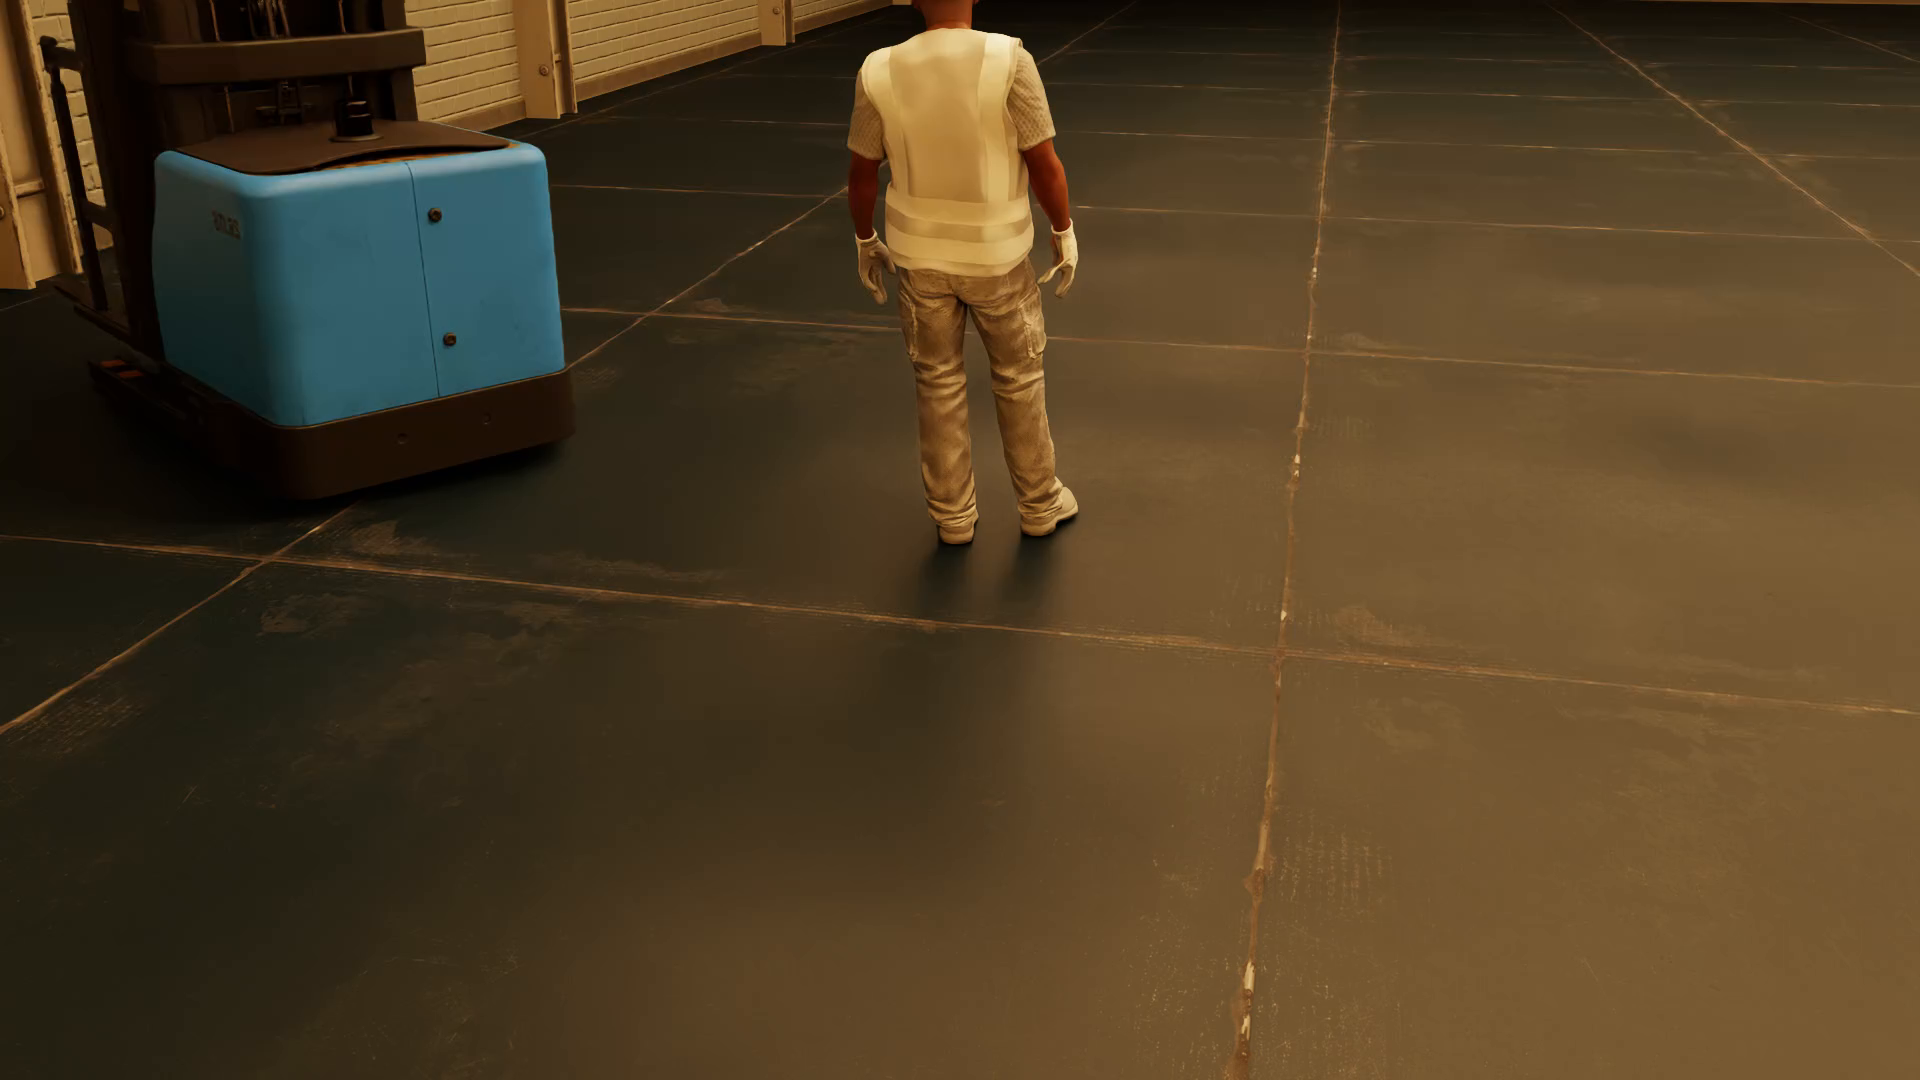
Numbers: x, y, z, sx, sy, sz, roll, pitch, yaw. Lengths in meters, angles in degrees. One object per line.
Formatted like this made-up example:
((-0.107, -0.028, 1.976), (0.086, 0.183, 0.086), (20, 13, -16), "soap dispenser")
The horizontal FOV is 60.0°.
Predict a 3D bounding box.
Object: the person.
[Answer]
((0.024, -0.858, 4.872), (0.656, 1.782, 0.577), (5, 23, 11), "person")

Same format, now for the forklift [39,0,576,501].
((-2.731, -1.954, 6.058), (1.130, 2.935, 3.031), (-19, 29, -39), "forklift")
